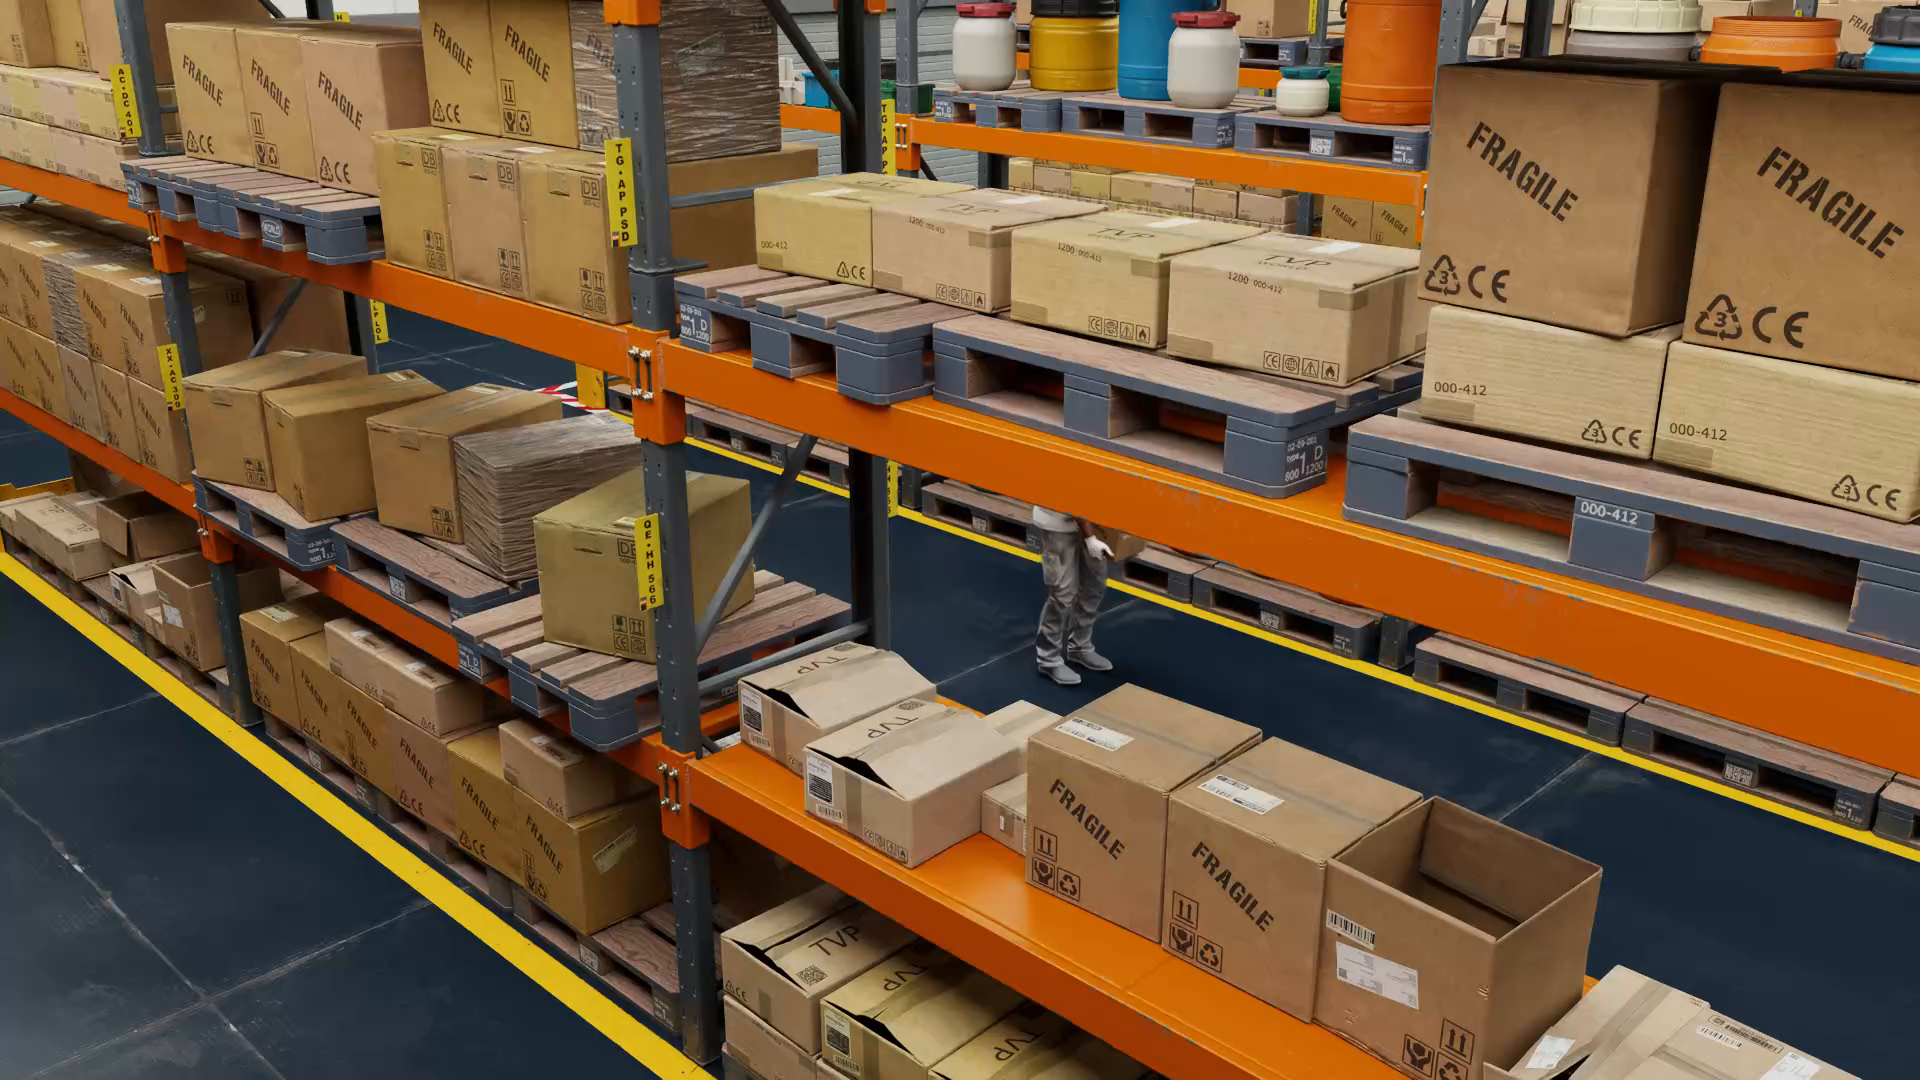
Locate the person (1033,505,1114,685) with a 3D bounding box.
[{"bbox_3d":[0.716,-0.056,9.233,0.603,1.758,0.490,19,28,41],"label":"person"}]
